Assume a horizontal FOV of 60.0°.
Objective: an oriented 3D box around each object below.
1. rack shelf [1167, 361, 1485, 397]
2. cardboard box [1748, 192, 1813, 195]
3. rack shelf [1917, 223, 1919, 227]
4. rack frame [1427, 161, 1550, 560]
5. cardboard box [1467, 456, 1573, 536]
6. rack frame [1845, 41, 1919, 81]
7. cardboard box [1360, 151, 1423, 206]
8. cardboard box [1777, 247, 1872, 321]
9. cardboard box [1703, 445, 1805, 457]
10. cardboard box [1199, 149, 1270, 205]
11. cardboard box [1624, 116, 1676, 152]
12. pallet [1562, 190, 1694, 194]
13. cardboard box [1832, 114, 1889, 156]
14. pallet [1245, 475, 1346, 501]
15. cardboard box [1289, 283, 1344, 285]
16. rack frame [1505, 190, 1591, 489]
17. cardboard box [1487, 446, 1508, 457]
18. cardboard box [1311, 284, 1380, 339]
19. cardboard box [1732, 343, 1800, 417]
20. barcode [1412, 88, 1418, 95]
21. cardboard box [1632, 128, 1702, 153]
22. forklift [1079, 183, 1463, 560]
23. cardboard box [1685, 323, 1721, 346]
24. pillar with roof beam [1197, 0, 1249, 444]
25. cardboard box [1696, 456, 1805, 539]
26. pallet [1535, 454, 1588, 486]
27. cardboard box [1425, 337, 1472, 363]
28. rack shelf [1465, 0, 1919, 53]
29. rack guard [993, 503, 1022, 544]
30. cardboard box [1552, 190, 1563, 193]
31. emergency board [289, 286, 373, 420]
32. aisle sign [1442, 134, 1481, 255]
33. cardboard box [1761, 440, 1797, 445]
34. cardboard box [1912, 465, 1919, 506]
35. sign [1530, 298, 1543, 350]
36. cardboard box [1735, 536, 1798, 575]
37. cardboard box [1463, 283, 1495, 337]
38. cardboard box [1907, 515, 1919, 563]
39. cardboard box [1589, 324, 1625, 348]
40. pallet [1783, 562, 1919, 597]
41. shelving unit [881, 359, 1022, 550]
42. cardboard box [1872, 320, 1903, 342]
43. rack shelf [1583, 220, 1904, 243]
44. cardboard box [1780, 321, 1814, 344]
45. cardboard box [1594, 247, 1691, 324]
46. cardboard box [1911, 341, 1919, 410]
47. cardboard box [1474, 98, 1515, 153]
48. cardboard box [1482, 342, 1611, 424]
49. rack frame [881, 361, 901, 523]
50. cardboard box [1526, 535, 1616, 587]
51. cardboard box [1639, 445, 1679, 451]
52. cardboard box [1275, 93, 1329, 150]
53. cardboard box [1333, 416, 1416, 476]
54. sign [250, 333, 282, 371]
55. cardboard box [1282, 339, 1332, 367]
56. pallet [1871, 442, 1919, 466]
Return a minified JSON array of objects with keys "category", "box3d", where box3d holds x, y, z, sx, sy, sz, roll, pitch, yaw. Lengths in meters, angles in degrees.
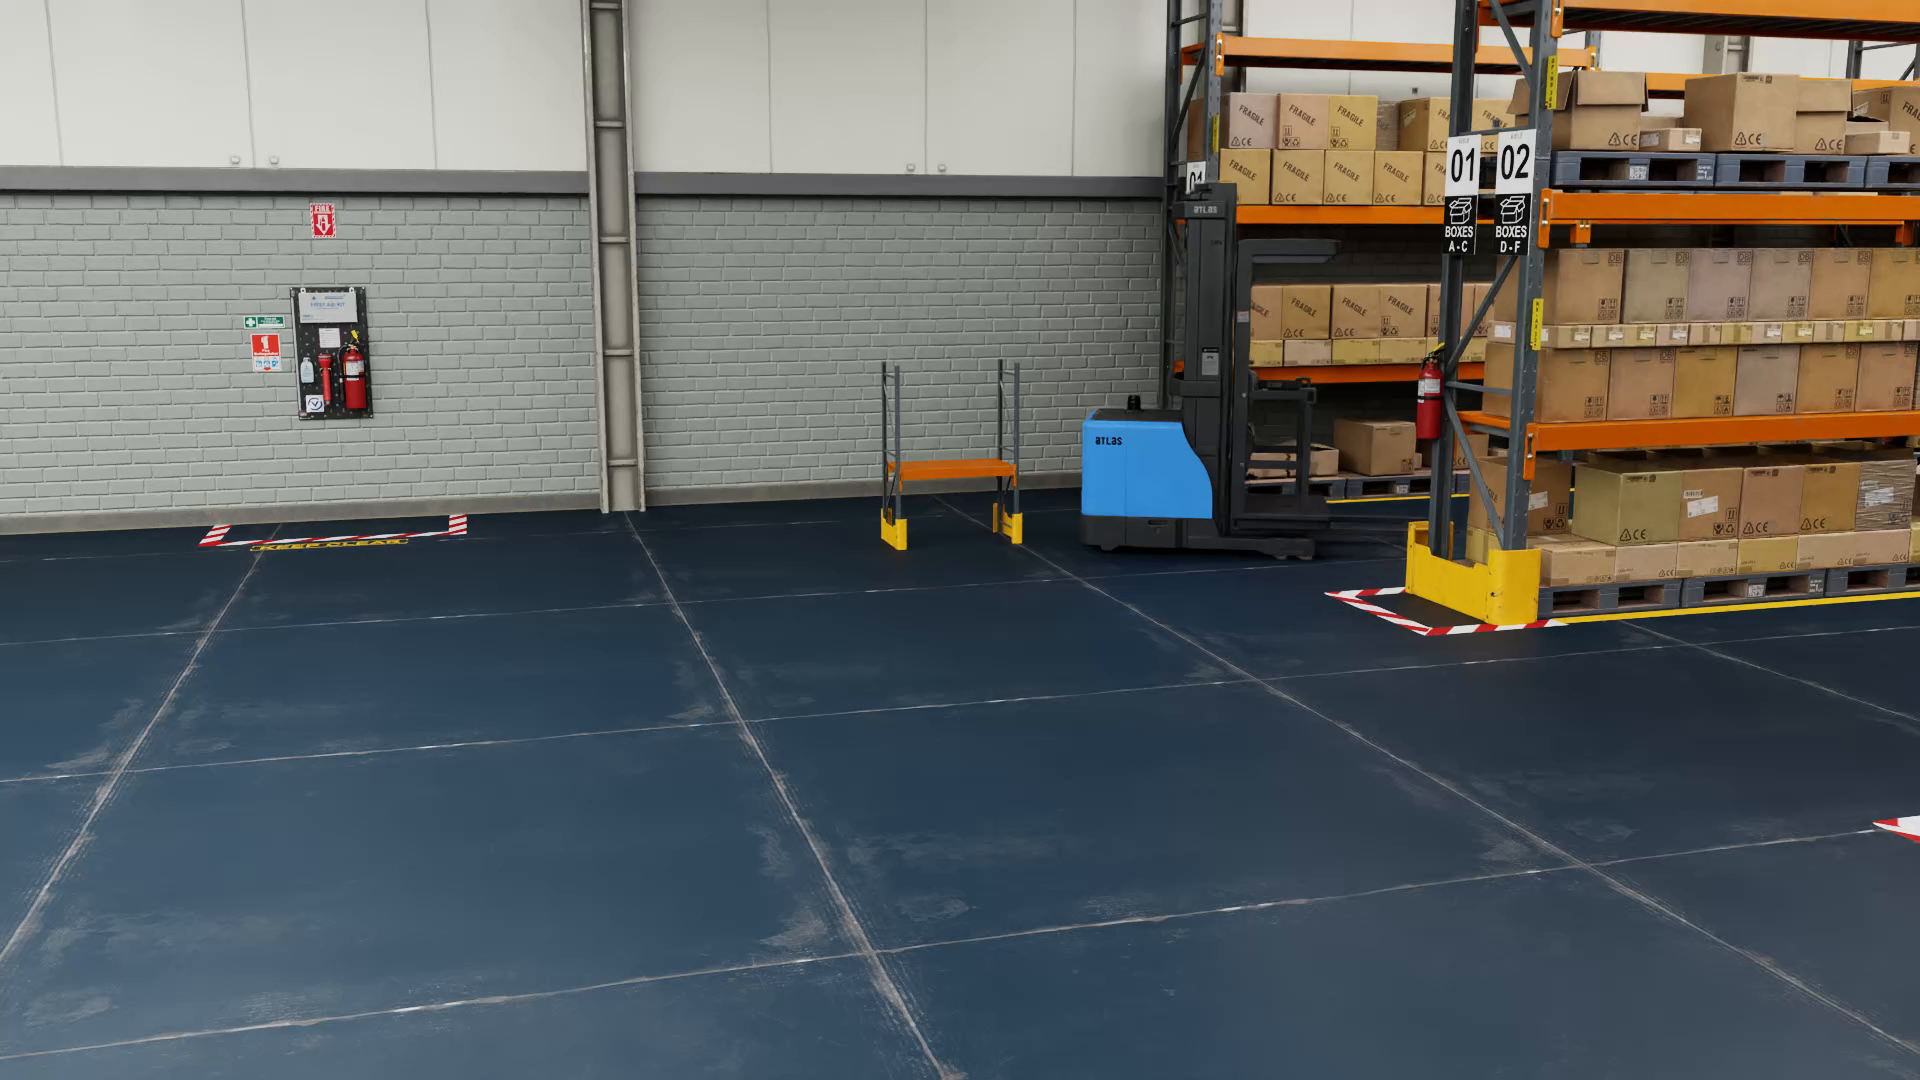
[{"category":"rack shelf","box3d":[4.089,-1.627,16.585,4.000,0.370,1.077,-3,11,-16]},{"category":"cardboard box","box3d":[8.579,-3.771,17.618,0.637,0.503,0.797,-1,11,-8]},{"category":"rack shelf","box3d":[9.317,-2.444,12.737,4.000,0.370,1.077,-3,11,-16]},{"category":"rack frame","box3d":[3.556,-1.018,11.294,0.127,3.000,1.000,-3,11,-16]},{"category":"cardboard box","box3d":[3.988,-0.320,11.865,0.500,0.500,0.500,-3,11,-16]},{"category":"rack frame","box3d":[9.849,-5.235,17.626,0.127,3.000,1.000,-3,11,-16]},{"category":"cardboard box","box3d":[4.091,-3.466,15.972,0.500,0.500,0.500,-2,11,-12]},{"category":"cardboard box","box3d":[6.007,-1.834,11.862,0.500,0.500,0.700,-3,11,-16]},{"category":"cardboard box","box3d":[5.904,-0.424,12.430,0.500,0.500,0.500,-3,11,-16]},{"category":"cardboard box","box3d":[2.559,-3.387,15.544,0.500,0.500,0.500,-3,11,-14]},{"category":"cardboard box","box3d":[4.588,-2.799,11.551,0.500,0.250,0.500,-3,11,-16]},{"category":"pallet","box3d":[6.631,-3.477,16.885,1.003,0.211,1.213,-3,11,-16]},{"category":"cardboard box","box3d":[6.321,-2.921,12.041,0.500,0.311,0.500,-4,11,-19]},{"category":"pallet","box3d":[3.031,-0.547,16.434,1.213,0.211,1.003,-3,11,-16]},{"category":"cardboard box","box3d":[3.543,-2.296,16.520,0.500,0.500,0.500,-3,11,-18]},{"category":"rack frame","box3d":[6.009,-2.082,17.070,0.127,3.000,1.000,-3,11,-16]},{"category":"cardboard box","box3d":[5.504,-0.872,17.111,0.250,0.166,0.380,-5,11,-23]},{"category":"cardboard box","box3d":[3.686,-2.205,16.024,0.500,0.500,0.500,-3,11,-18]},{"category":"cardboard box","box3d":[5.494,-1.168,11.829,0.500,0.500,0.700,-3,11,-14]},{"category":"barcode","box3d":[4.554,-4.496,16.650,0.075,0.075,0.001,-3,11,-16]},{"category":"cardboard box","box3d":[4.735,-2.674,11.151,0.250,0.149,0.380,-3,11,-16]},{"category":"forklift","box3d":[2.535,-1.385,13.474,3.031,2.935,1.130,2,11,9]},{"category":"cardboard box","box3d":[4.984,-1.422,11.416,0.250,0.149,0.380,-3,11,-18]},{"category":"pillar with roof beam","box3d":[3.802,-4.267,12.371,0.400,9.000,9.100,-3,11,-16]},{"category":"cardboard box","box3d":[5.574,-0.305,11.784,0.500,0.500,0.500,-3,11,-16]},{"category":"pallet","box3d":[6.756,-0.750,17.538,1.213,0.211,1.003,-3,11,-16]},{"category":"cardboard box","box3d":[4.679,-1.889,16.383,0.500,0.250,0.500,-3,11,-16]},{"category":"rack shelf","box3d":[5.477,-3.520,11.402,4.000,0.370,1.077,-3,11,-16]},{"category":"rack guard","box3d":[0.405,-0.144,14.140,0.087,0.250,0.587,-3,11,-16]},{"category":"cardboard box","box3d":[5.591,-3.547,16.415,0.500,0.500,0.500,-3,11,-14]},{"category":"emergency board","box3d":[-5.546,-1.643,14.687,0.643,1.169,0.194,-3,11,-16]},{"category":"aisle sign","box3d":[3.411,-2.345,11.318,0.004,0.787,0.394,-3,11,-16]},{"category":"cardboard box","box3d":[8.646,-1.220,18.077,0.500,0.500,0.700,-3,11,-16]},{"category":"cardboard box","box3d":[7.706,-0.421,12.936,0.500,0.311,0.500,-3,11,-16]},{"category":"sign","box3d":[3.706,-1.386,10.683,0.005,0.325,0.100,-3,11,-16]},{"category":"cardboard box","box3d":[5.574,0.063,11.853,0.500,0.250,0.500,-3,11,-16]},{"category":"cardboard box","box3d":[5.164,-2.283,16.449,0.500,0.500,0.500,-3,11,-16]},{"category":"cardboard box","box3d":[7.013,-0.014,12.271,0.500,0.250,0.500,-3,11,-16]},{"category":"cardboard box","box3d":[4.246,-1.383,11.206,0.250,0.149,0.380,-3,11,-17]},{"category":"pallet","box3d":[6.622,0.183,12.467,1.213,0.211,1.003,-3,11,-16]},{"category":"shelving unit","box3d":[-0.073,-0.734,13.890,1.083,1.500,0.587,-3,11,-16]},{"category":"cardboard box","box3d":[6.455,-1.499,11.835,0.250,0.149,0.380,-3,11,-16]},{"category":"rack shelf","box3d":[7.929,-3.304,17.413,4.000,0.370,1.077,-3,11,-16]},{"category":"cardboard box","box3d":[5.722,-1.460,11.625,0.250,0.149,0.380,-3,11,-14]},{"category":"cardboard box","box3d":[4.562,-1.757,11.448,0.500,0.500,0.700,-3,11,-17]},{"category":"cardboard box","box3d":[6.973,-1.247,12.256,0.500,0.500,0.700,-3,11,-17]},{"category":"cardboard box","box3d":[5.077,-4.006,16.142,0.500,0.500,0.500,-2,11,-13]},{"category":"cardboard box","box3d":[4.008,-1.089,11.401,0.500,0.500,0.700,-3,11,-16]},{"category":"rack frame","box3d":[-0.570,-0.708,13.748,0.032,1.500,0.500,-3,11,-16]},{"category":"cardboard box","box3d":[4.133,0.139,11.442,0.500,0.250,0.500,-3,11,-16]},{"category":"cardboard box","box3d":[7.193,-1.144,17.664,0.500,0.500,0.700,-3,11,-17]},{"category":"cardboard box","box3d":[3.102,-3.899,15.564,0.500,0.500,0.500,-3,11,-17]},{"category":"cardboard box","box3d":[4.123,-0.943,16.573,0.500,0.500,0.700,-4,11,-20]},{"category":"sign","box3d":[-6.105,-1.651,14.629,0.234,0.329,0.001,-3,11,-16]},{"category":"cardboard box","box3d":[3.220,-1.814,15.973,0.500,0.250,0.500,-3,11,-18]},{"category":"pallet","box3d":[10.627,-0.940,18.568,1.213,0.211,1.003,-3,11,-16]}]
